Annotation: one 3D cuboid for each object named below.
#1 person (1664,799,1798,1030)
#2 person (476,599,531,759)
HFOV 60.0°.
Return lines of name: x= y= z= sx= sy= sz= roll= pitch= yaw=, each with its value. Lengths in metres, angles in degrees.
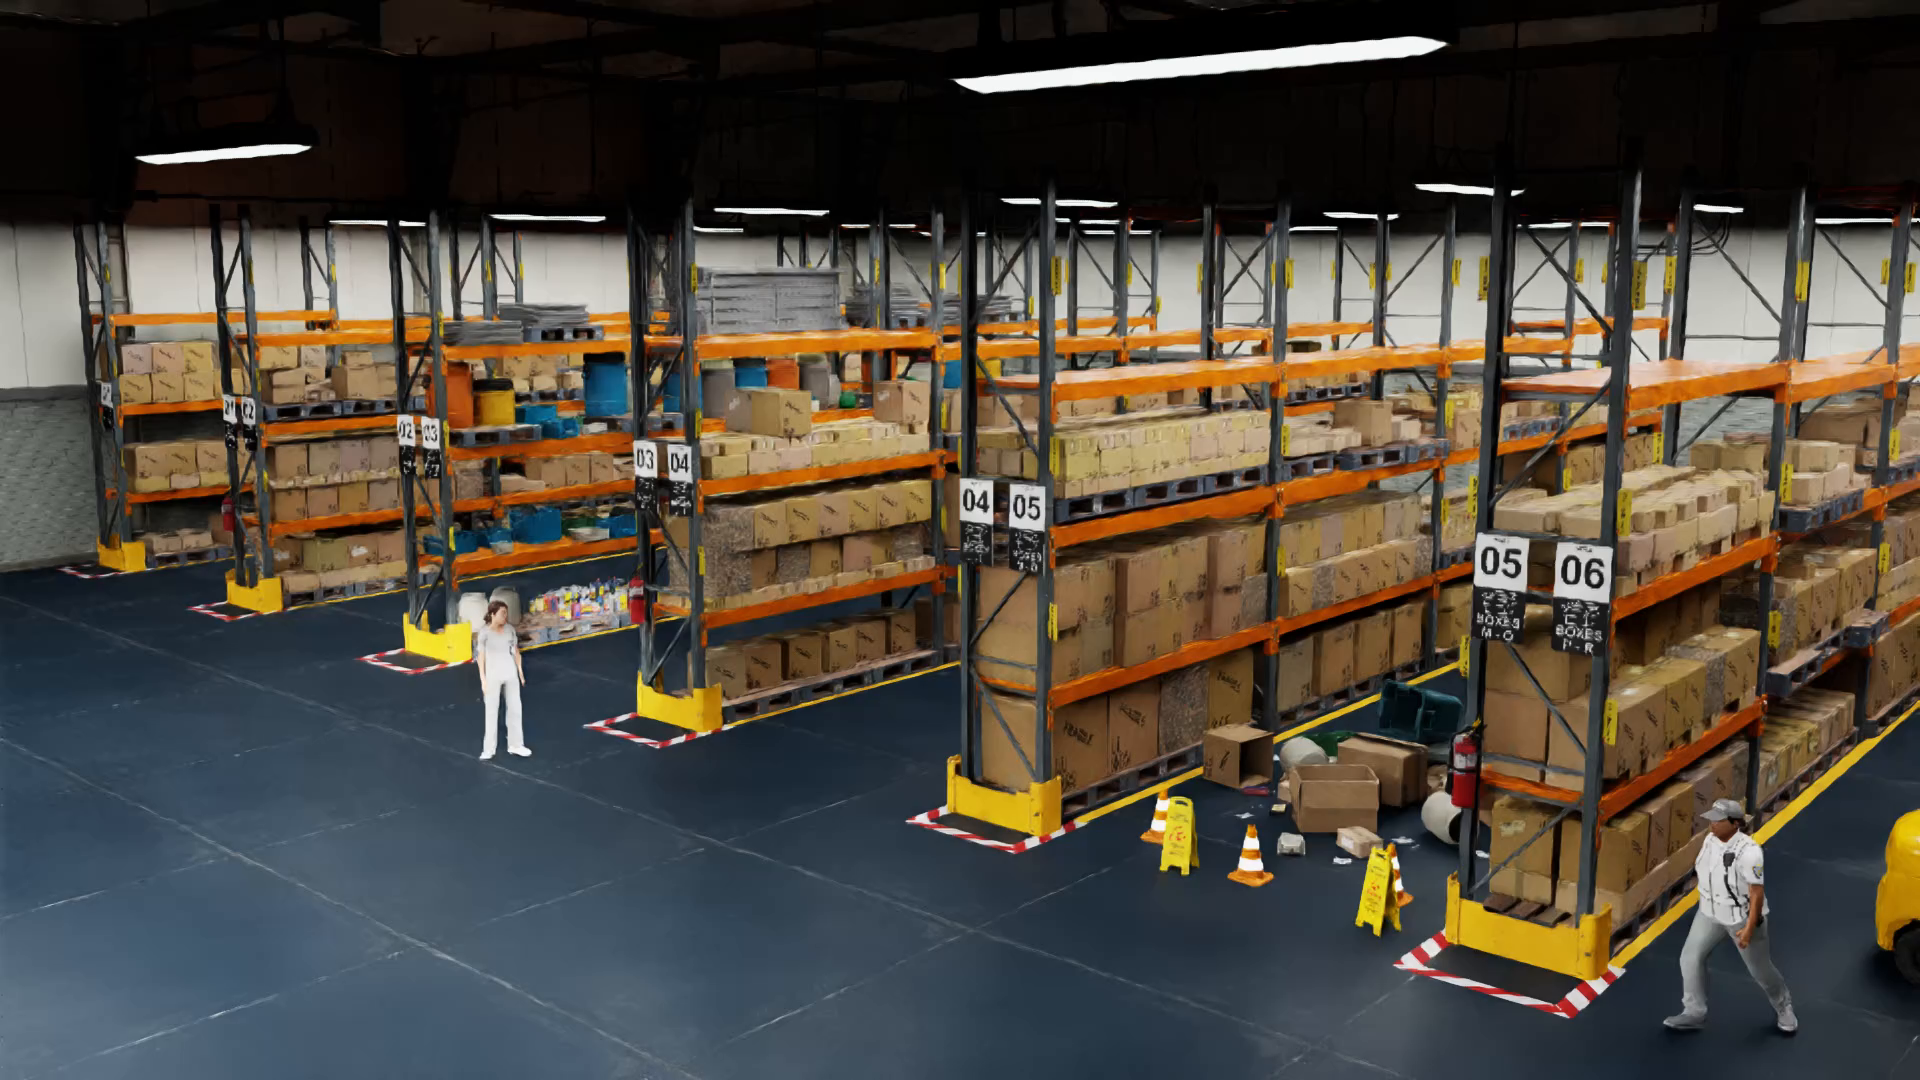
person: x=5.255 y=2.529 z=11.214 sx=0.896 sy=1.621 sz=0.553 roll=-4 pitch=10 yaw=-24
person: x=-4.821 y=1.450 z=17.434 sx=0.519 sy=1.675 sz=0.395 roll=-7 pitch=12 yaw=-37
